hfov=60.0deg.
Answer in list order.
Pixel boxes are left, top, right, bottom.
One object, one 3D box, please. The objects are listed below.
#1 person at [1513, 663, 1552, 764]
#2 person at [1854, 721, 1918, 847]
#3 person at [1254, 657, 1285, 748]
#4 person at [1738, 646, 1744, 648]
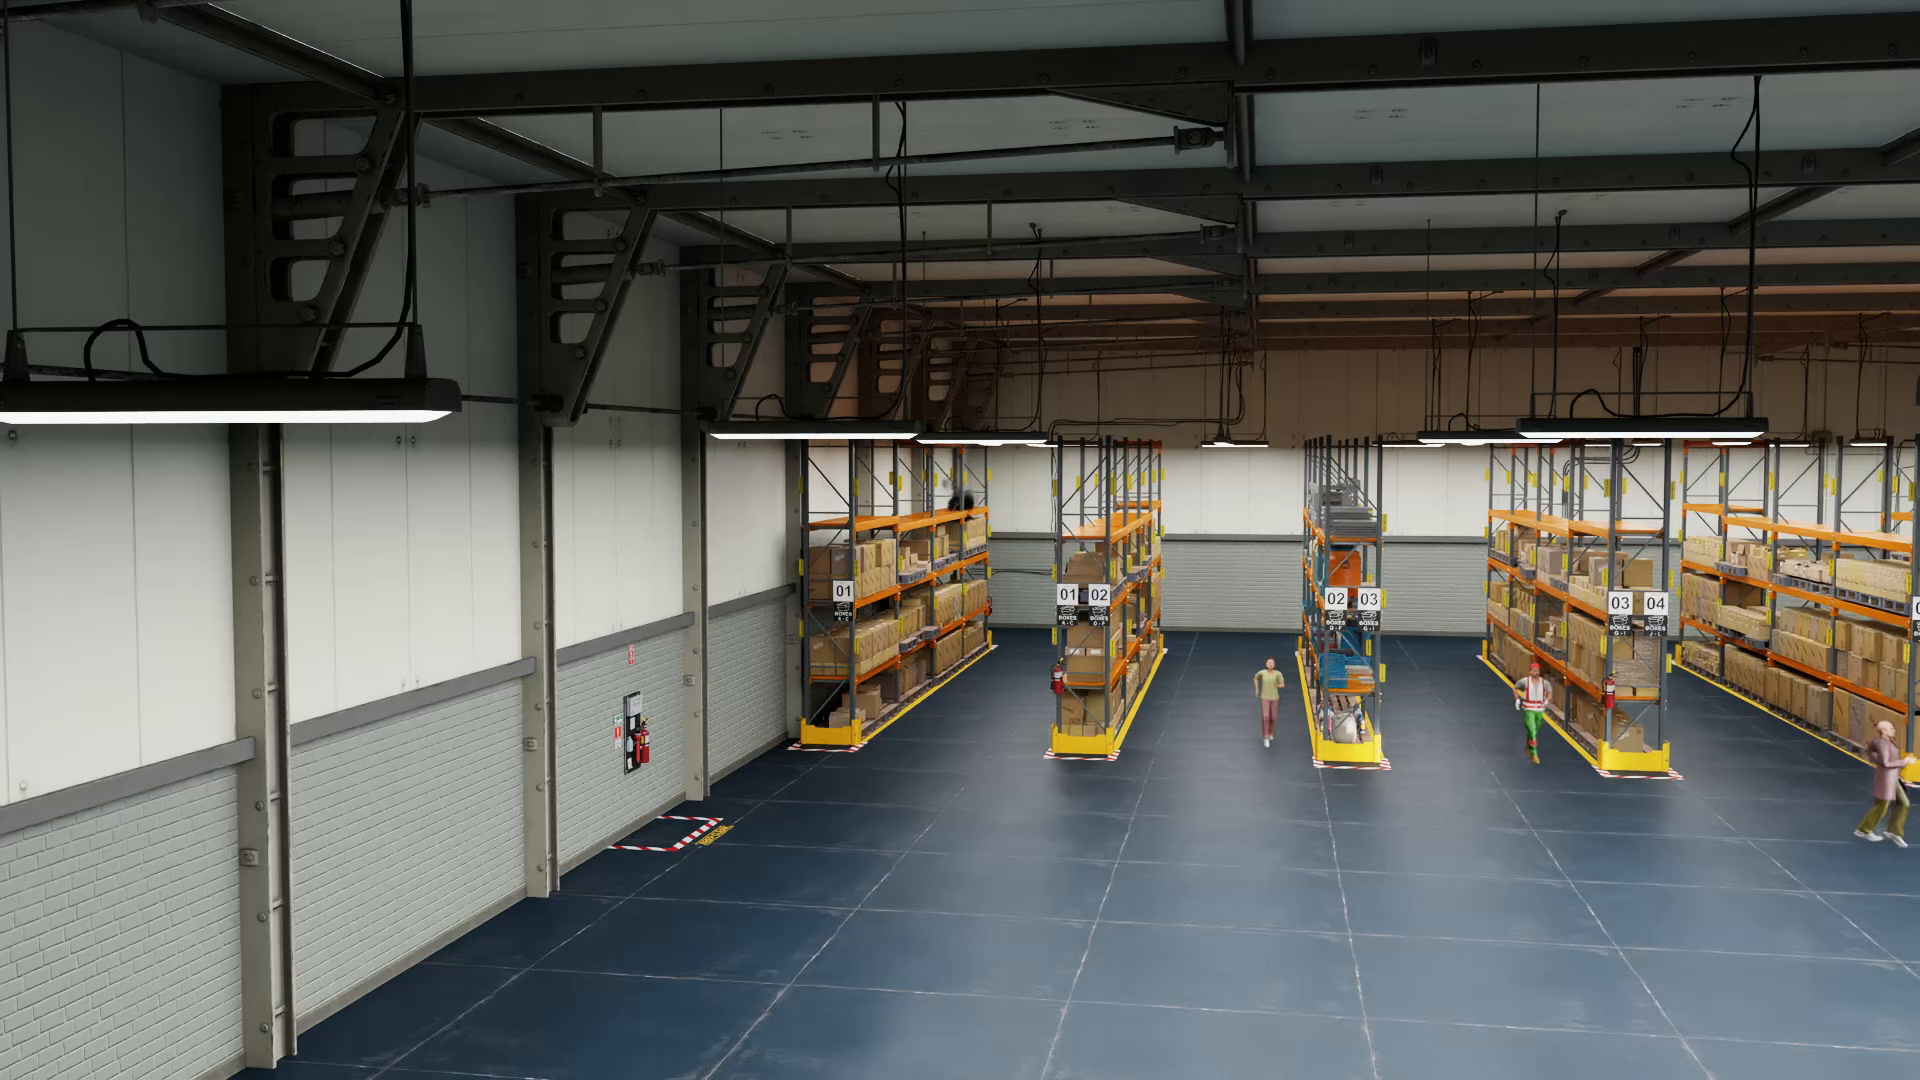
[{"bbox_3d":[10.588,3.158,30.685,0.662,1.811,0.921,0,3,1],"label":"person"},{"bbox_3d":[13.398,3.536,24.040,0.793,1.844,0.685,2,4,38],"label":"person"},{"bbox_3d":[6.026,3.127,32.350,0.554,1.721,0.806,0,3,3],"label":"person"},{"bbox_3d":[21.133,2.534,44.913,0.596,1.678,0.623,0,3,-7],"label":"person"}]
